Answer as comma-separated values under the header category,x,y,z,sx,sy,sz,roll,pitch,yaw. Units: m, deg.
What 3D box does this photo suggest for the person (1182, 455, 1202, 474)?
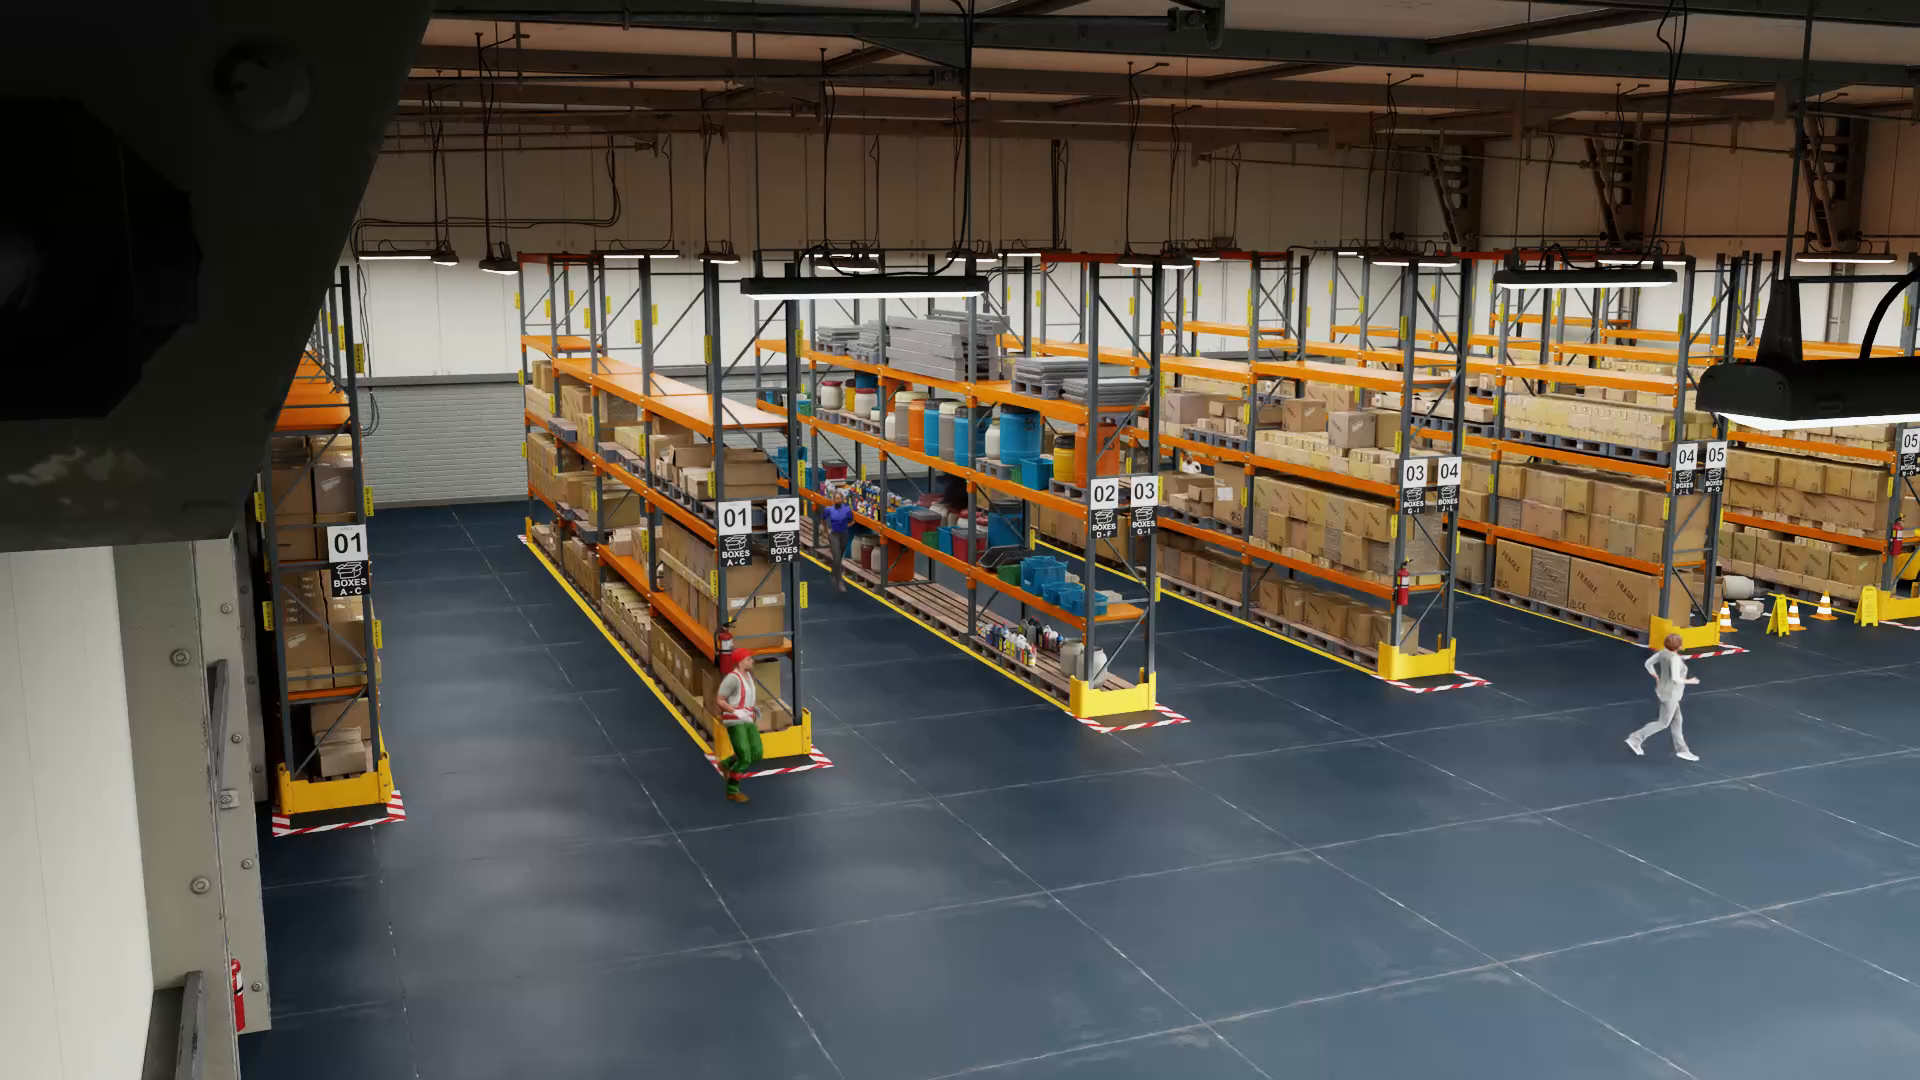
category,x,y,z,sx,sy,sz,roll,pitch,yaw
person,5.040,-1.127,36.283,0.667,1.605,0.547,-3,11,-15

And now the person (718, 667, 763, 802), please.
category,x,y,z,sx,sy,sz,roll,pitch,yaw
person,-2.542,2.191,19.019,0.577,1.472,0.509,5,11,24

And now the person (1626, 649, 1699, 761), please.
category,x,y,z,sx,sy,sz,roll,pitch,yaw
person,8.552,2.010,20.135,0.889,1.374,0.346,1,10,5

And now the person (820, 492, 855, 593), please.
category,x,y,z,sx,sy,sz,roll,pitch,yaw
person,-2.084,0.002,28.840,0.562,1.698,0.795,-4,11,-23
